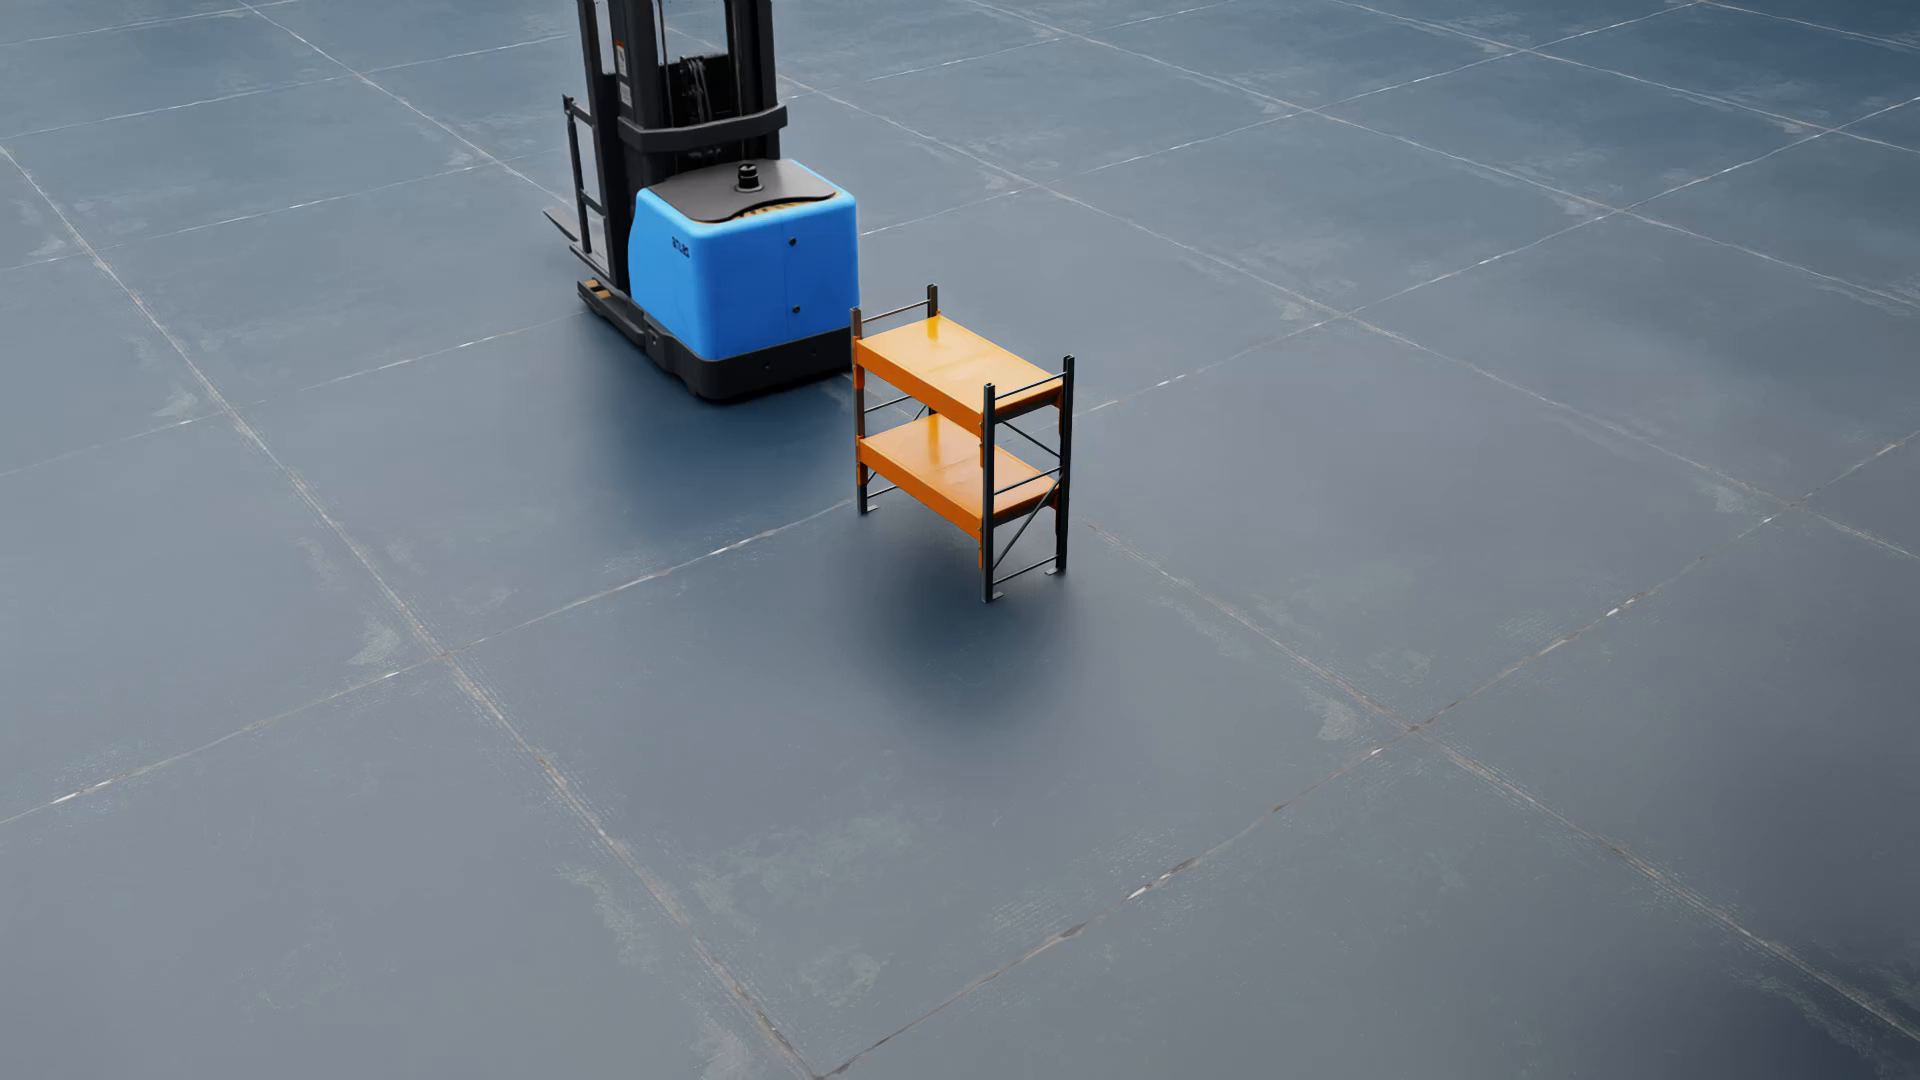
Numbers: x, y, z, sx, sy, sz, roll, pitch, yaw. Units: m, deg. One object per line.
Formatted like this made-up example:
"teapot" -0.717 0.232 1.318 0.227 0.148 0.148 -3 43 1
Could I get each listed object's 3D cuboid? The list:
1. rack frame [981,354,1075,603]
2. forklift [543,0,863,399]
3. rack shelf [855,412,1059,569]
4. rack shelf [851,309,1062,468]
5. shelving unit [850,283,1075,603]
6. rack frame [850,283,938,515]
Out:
"rack frame" 0.308 -0.269 7.617 0.500 1.125 0.032 -22 38 -31
"forklift" -1.790 -2.779 9.946 1.130 2.935 3.031 -19 36 -27
"rack shelf" -0.004 -0.273 8.087 0.538 0.278 1.000 -22 38 -31
"rack shelf" -0.004 -0.729 7.803 0.538 0.278 1.000 -22 38 -31
"shelving unit" -0.004 -0.481 7.958 0.538 1.125 1.048 -22 38 -31
"rack frame" -0.316 -0.693 8.299 0.500 1.125 0.032 -22 38 -31
